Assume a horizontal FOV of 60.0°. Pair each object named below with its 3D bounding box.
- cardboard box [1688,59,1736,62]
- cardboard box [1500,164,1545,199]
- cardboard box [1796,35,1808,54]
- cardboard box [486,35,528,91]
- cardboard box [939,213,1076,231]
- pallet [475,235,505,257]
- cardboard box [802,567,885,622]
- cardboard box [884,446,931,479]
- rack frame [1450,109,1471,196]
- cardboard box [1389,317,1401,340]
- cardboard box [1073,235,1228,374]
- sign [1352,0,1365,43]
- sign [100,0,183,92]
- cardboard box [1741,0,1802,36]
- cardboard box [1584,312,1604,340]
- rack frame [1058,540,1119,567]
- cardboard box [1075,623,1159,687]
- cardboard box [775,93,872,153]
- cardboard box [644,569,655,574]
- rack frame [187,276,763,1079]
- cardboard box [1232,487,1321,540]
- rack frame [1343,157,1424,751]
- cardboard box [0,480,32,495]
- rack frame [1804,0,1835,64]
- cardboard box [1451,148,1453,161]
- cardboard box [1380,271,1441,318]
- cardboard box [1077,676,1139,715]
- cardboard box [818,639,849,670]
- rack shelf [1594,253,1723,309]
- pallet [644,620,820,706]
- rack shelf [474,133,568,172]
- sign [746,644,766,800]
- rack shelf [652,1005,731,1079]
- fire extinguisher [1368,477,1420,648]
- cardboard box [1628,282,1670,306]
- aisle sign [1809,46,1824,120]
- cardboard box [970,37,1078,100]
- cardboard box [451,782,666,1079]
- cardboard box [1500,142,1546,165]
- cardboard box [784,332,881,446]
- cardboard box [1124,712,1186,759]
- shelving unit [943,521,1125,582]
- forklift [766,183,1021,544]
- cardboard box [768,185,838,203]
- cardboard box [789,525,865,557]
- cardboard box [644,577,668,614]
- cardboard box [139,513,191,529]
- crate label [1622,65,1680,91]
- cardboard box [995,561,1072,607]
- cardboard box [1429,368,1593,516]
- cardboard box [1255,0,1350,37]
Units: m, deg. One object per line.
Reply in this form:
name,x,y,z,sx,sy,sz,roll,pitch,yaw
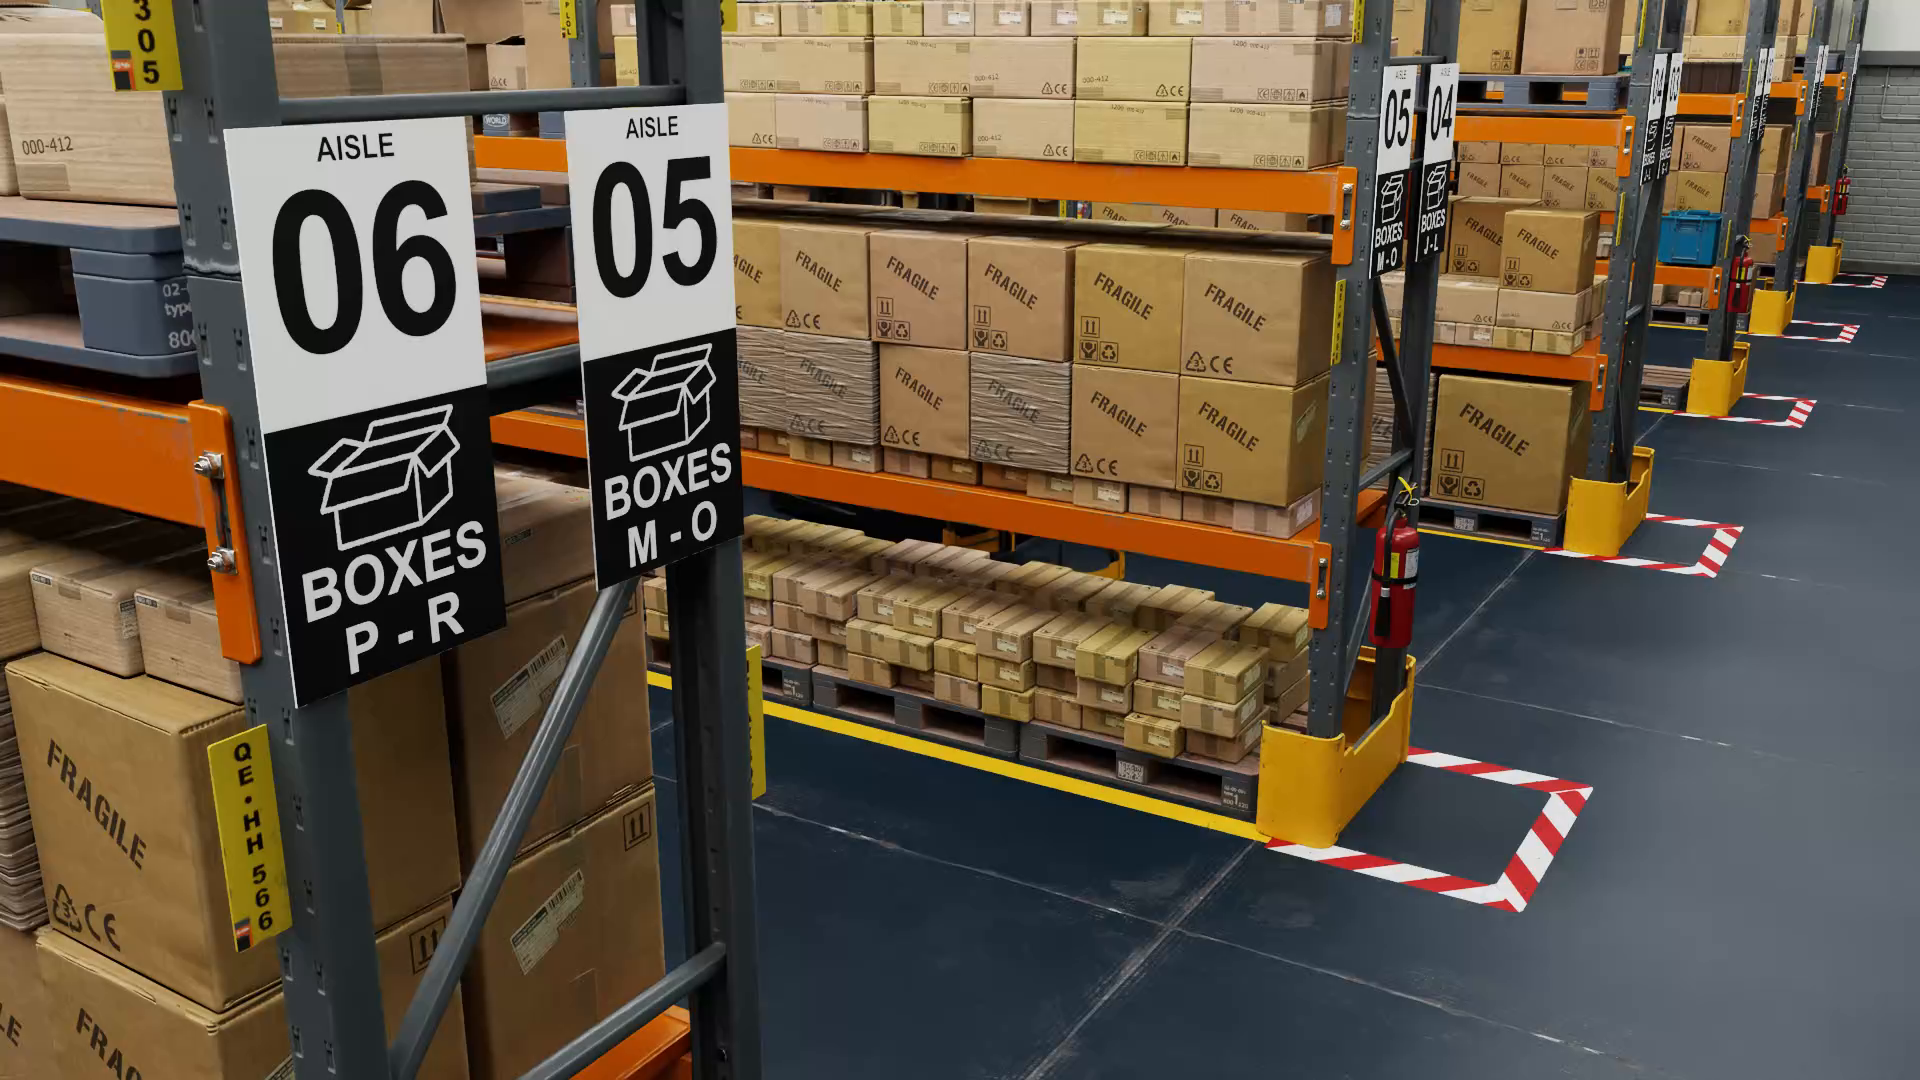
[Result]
cardboard box,8.653,-5.396,19.082,0.500,0.250,0.500,10,20,30
cardboard box,6.970,-4.375,20.452,0.500,0.500,0.500,11,20,31
cardboard box,11.476,-6.827,22.896,0.500,0.250,0.500,11,20,32
cardboard box,-2.269,-2.663,9.257,0.500,0.311,0.500,10,19,29
cardboard box,0.235,-1.314,8.143,0.500,0.500,0.500,9,19,28
pallet,-4.064,-2.904,16.112,1.213,0.211,1.003,10,20,30
cardboard box,-0.590,0.274,8.476,0.250,0.149,0.380,11,20,31
cardboard box,-0.158,-0.422,8.041,0.250,0.149,0.380,11,20,32
rack frame,6.241,-4.550,21.198,0.127,3.000,1.000,10,20,30
cardboard box,3.115,-1.496,11.577,0.250,0.149,0.380,10,19,29
cardboard box,0.828,-1.029,7.204,0.500,0.500,0.500,9,19,28
sign,1.472,-2.000,6.119,0.005,0.325,0.100,10,20,30
sign,-1.020,-0.723,2.051,0.005,0.325,0.100,10,20,30
cardboard box,9.203,-5.977,18.843,0.500,0.500,0.700,10,20,30
cardboard box,4.332,-1.504,11.603,0.250,0.149,0.380,10,20,31
rack frame,0.790,-0.375,10.034,0.500,1.500,0.032,-14,22,-39
cardboard box,0.725,0.525,7.651,0.250,0.149,0.380,10,19,29
cardboard box,-0.507,-1.953,7.748,0.500,0.250,0.500,11,20,32
cardboard box,-2.120,-0.067,10.018,0.500,0.500,0.500,11,20,32
rack frame,-0.725,0.966,3.040,0.127,3.000,1.000,10,20,30
cardboard box,1.354,-0.135,7.096,0.250,0.149,0.380,10,20,30
rack frame,1.782,-0.276,7.129,0.053,2.616,0.949,10,20,30
cardboard box,-2.007,-0.032,3.319,0.250,0.149,0.380,10,20,30
rack frame,9.649,-6.812,18.323,0.127,3.000,1.000,10,20,30
cardboard box,7.441,-6.138,25.710,0.500,0.500,0.500,10,20,30
cardboard box,3.044,-1.722,11.634,0.500,0.250,0.500,9,19,28
cardboard box,0.737,0.657,7.727,0.250,0.149,0.380,9,19,28
cardboard box,-0.531,0.538,8.631,0.250,0.149,0.380,9,19,28
rack shelf,5.350,-2.675,16.264,4.000,0.370,1.077,10,20,30
pallet,-1.038,0.544,9.227,1.213,0.211,1.003,10,20,30
rack shelf,-3.333,-2.279,9.800,4.000,0.370,1.077,10,20,30
sign,-0.429,0.377,3.352,0.005,0.325,0.100,10,20,30
rack shelf,-2.429,1.006,4.146,4.000,0.370,1.077,10,20,30
fire extinguisher,1.753,0.093,6.690,0.183,0.674,0.296,10,20,30
cardboard box,8.263,-3.010,20.102,0.500,0.250,0.500,10,20,30
aisle sign,9.547,-5.099,18.533,0.004,0.787,0.394,10,20,30
cardboard box,0.383,-2.041,7.177,0.500,0.250,0.500,10,20,31
cardboard box,-0.983,0.774,3.500,0.500,0.500,0.500,10,20,30
cardboard box,6.935,-4.856,20.315,0.500,0.500,0.500,9,19,28
cardboard box,-0.503,-0.777,8.095,0.500,0.500,0.500,10,19,29
cardboard box,0.950,0.845,7.620,0.250,0.149,0.380,11,20,32
shelving unit,0.458,-0.483,10.392,0.587,1.500,1.083,-14,22,-39
forklift,-0.733,-1.662,11.810,1.130,2.935,3.031,-14,22,-39
cardboard box,-1.187,-3.018,14.258,0.637,0.503,0.797,11,20,31
cardboard box,-0.735,0.050,9.216,0.250,0.149,0.380,10,20,30
cardboard box,-1.487,0.272,8.997,0.250,0.149,0.380,11,20,33
cardboard box,-1.538,-0.119,3.603,0.250,0.149,0.380,9,19,28
crate label,6.437,-4.299,15.469,0.502,0.251,0.408,10,20,30
cardboard box,0.379,0.244,8.576,0.250,0.149,0.380,10,20,31
cardboard box,3.875,-0.750,11.623,0.875,0.875,0.875,10,20,30
cardboard box,1.343,-2.047,6.509,0.250,0.149,0.380,10,20,30
